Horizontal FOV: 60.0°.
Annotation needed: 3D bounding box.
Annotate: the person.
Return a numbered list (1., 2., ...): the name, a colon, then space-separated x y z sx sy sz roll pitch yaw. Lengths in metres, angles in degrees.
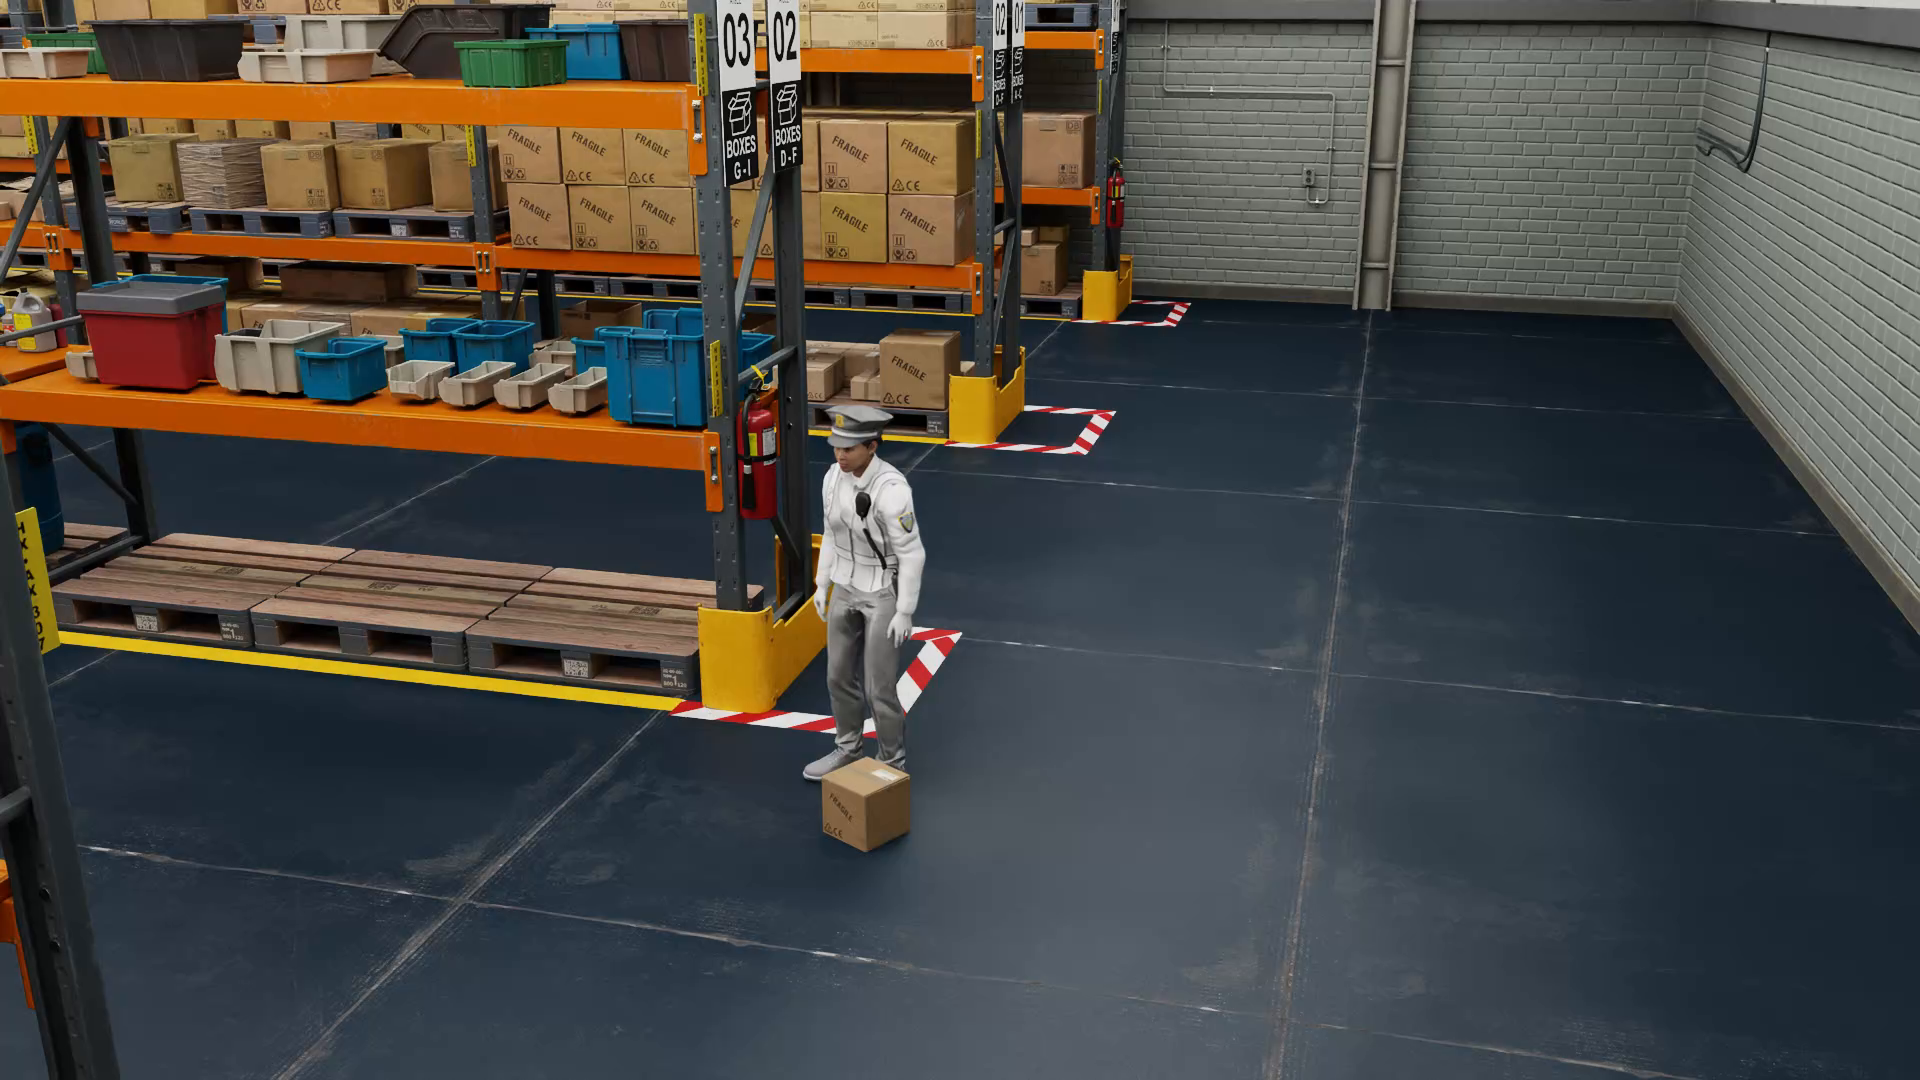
1. person: -0.384 0.248 6.808 0.544 1.662 0.376 15 24 39
